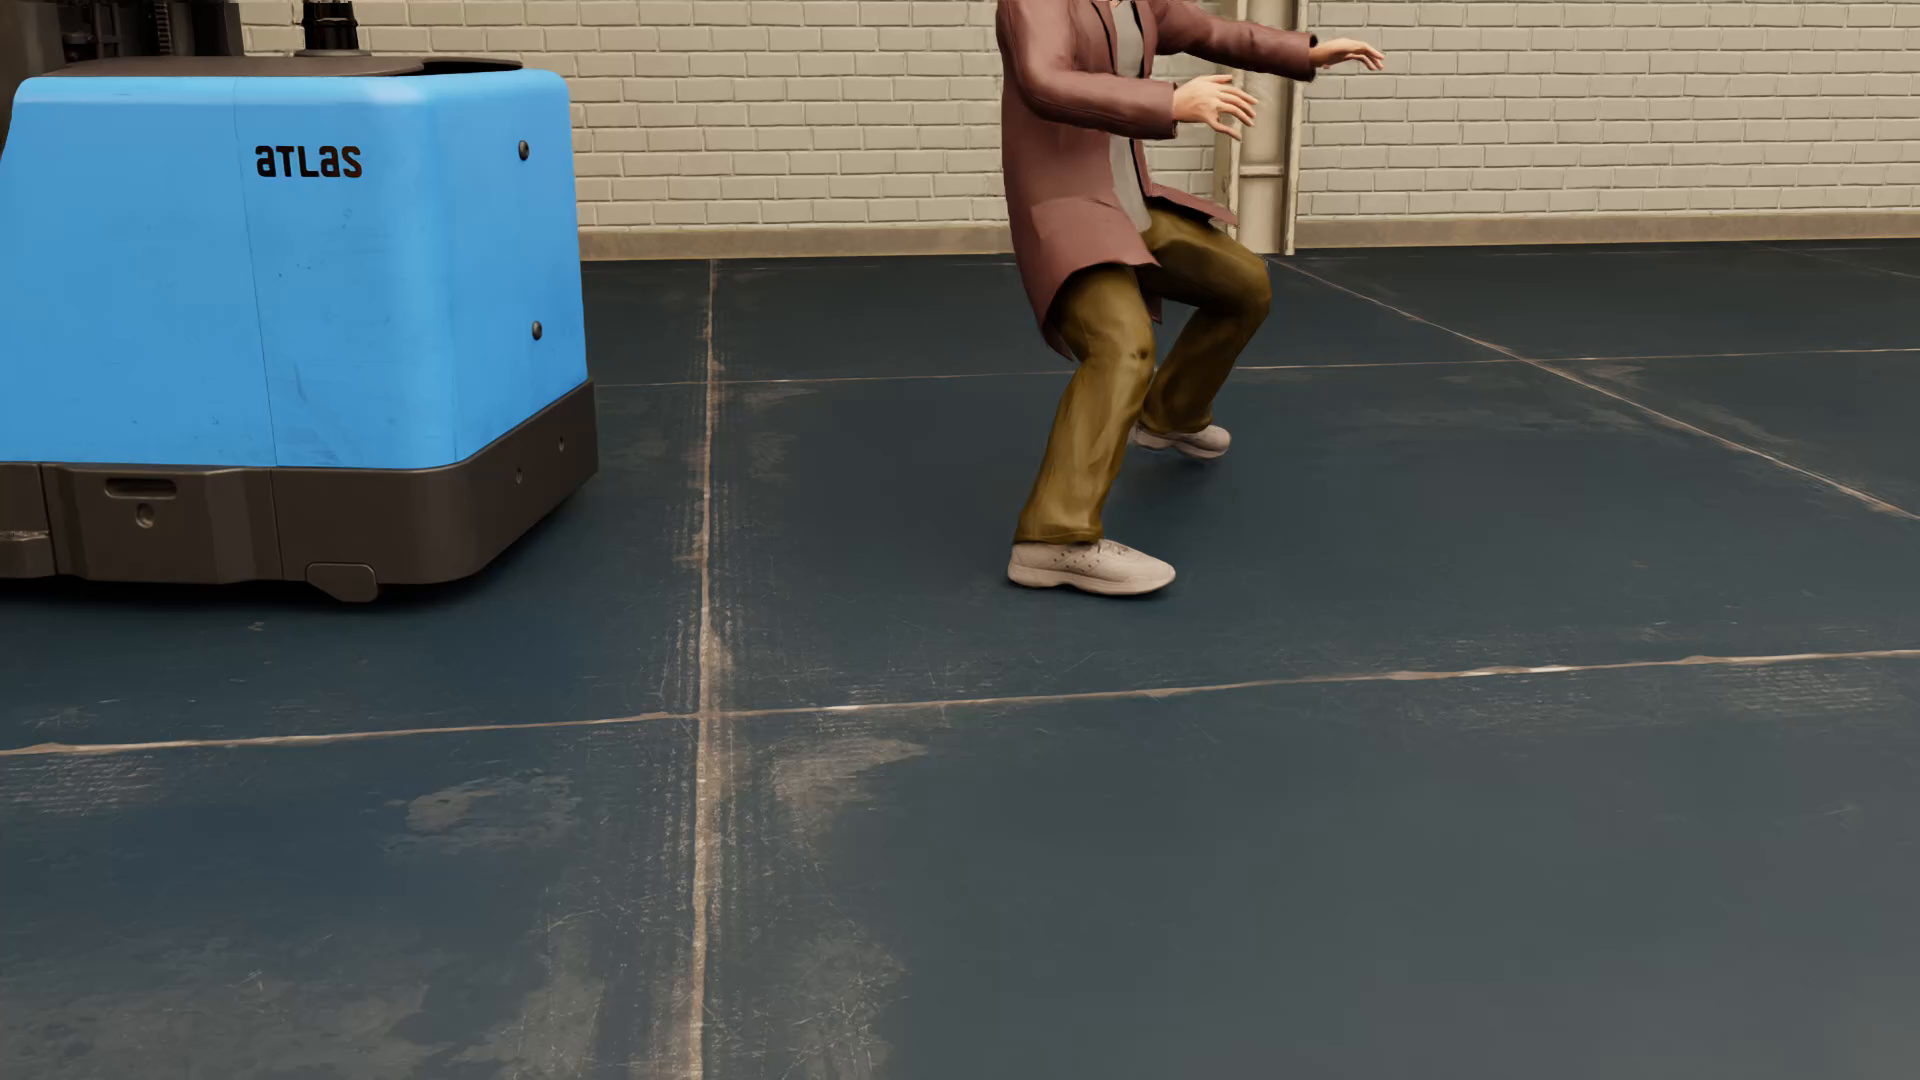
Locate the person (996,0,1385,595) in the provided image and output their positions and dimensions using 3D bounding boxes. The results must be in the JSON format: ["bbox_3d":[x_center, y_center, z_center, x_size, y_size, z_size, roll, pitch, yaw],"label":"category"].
[{"bbox_3d":[0.479,-0.787,3.919,0.709,1.531,1.279,13,21,36],"label":"person"}]

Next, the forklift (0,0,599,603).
[{"bbox_3d":[-2.483,-1.428,3.626,3.031,2.935,1.130,1,17,5],"label":"forklift"}]
